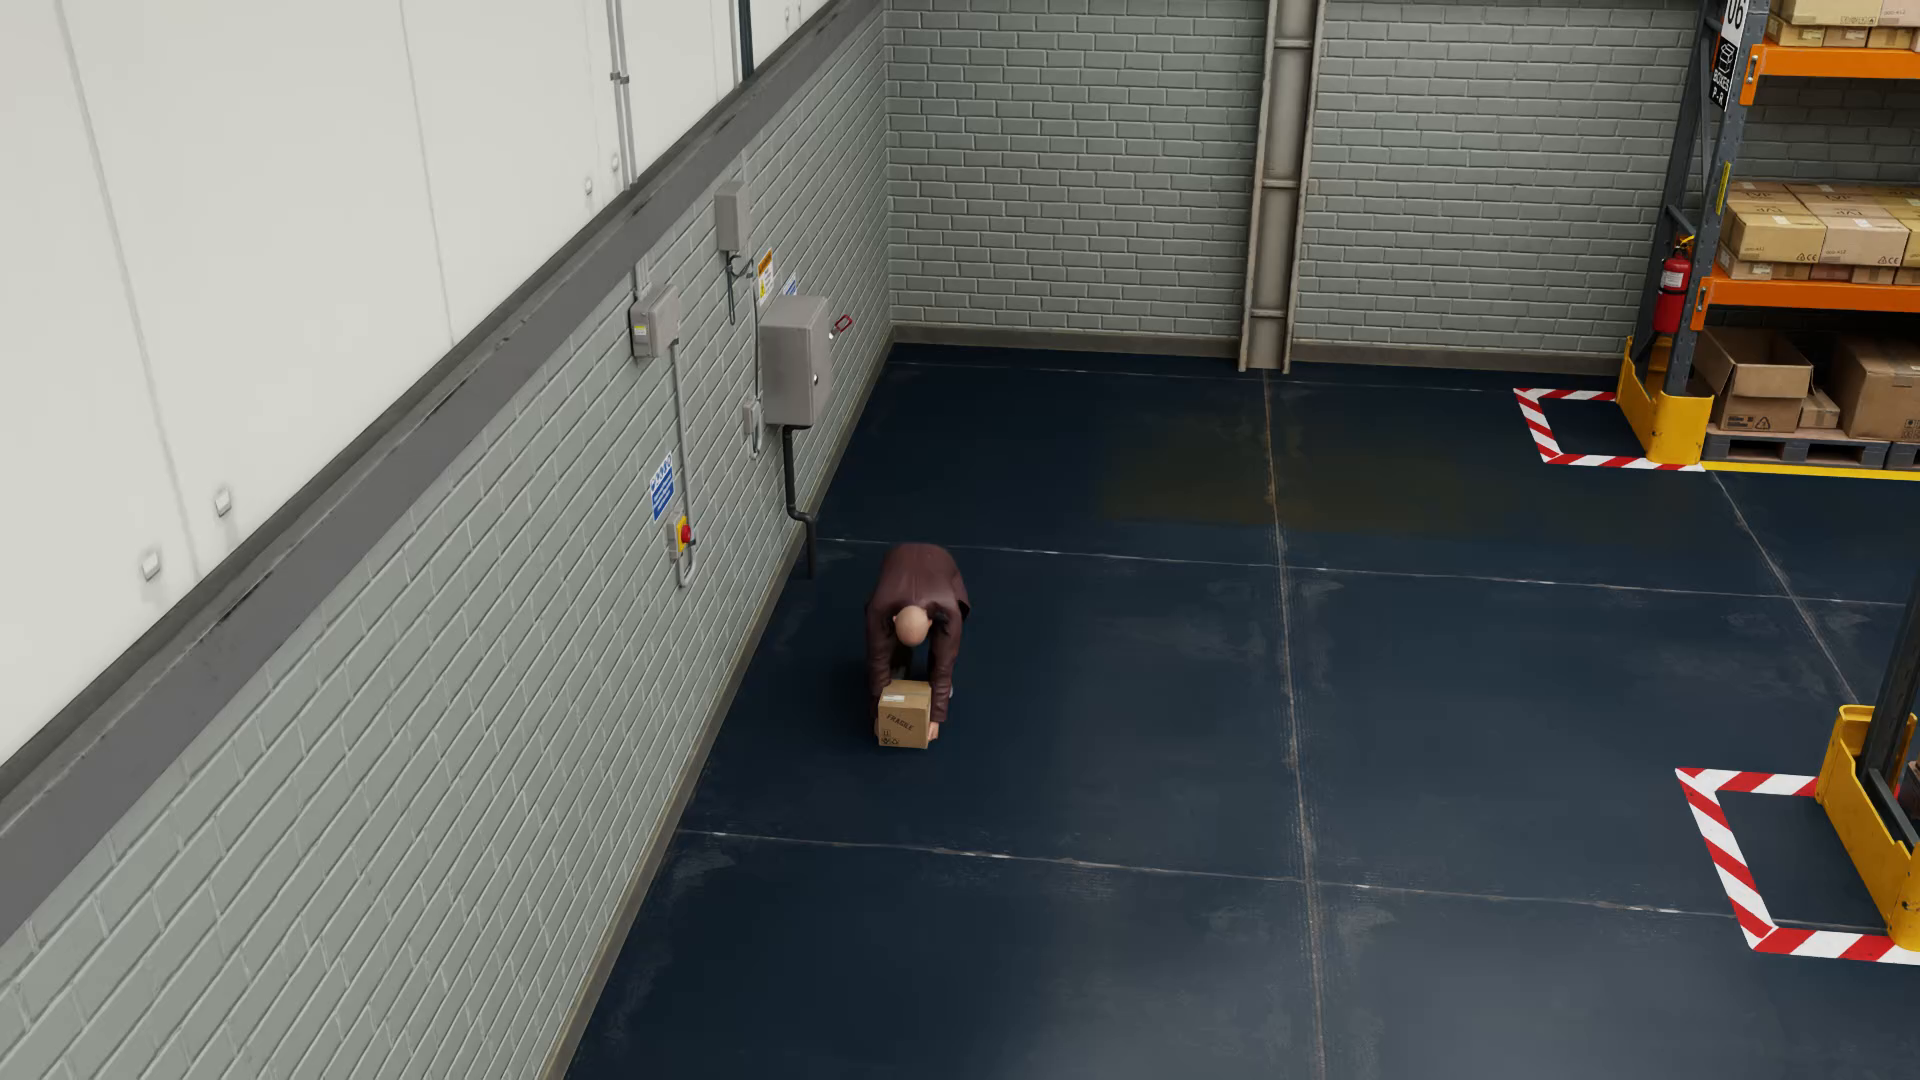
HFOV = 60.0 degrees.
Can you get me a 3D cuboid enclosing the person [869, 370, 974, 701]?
[{"bbox_3d":[-0.212,0.014,8.618,0.529,1.770,0.563,4,28,7],"label":"person"}]
